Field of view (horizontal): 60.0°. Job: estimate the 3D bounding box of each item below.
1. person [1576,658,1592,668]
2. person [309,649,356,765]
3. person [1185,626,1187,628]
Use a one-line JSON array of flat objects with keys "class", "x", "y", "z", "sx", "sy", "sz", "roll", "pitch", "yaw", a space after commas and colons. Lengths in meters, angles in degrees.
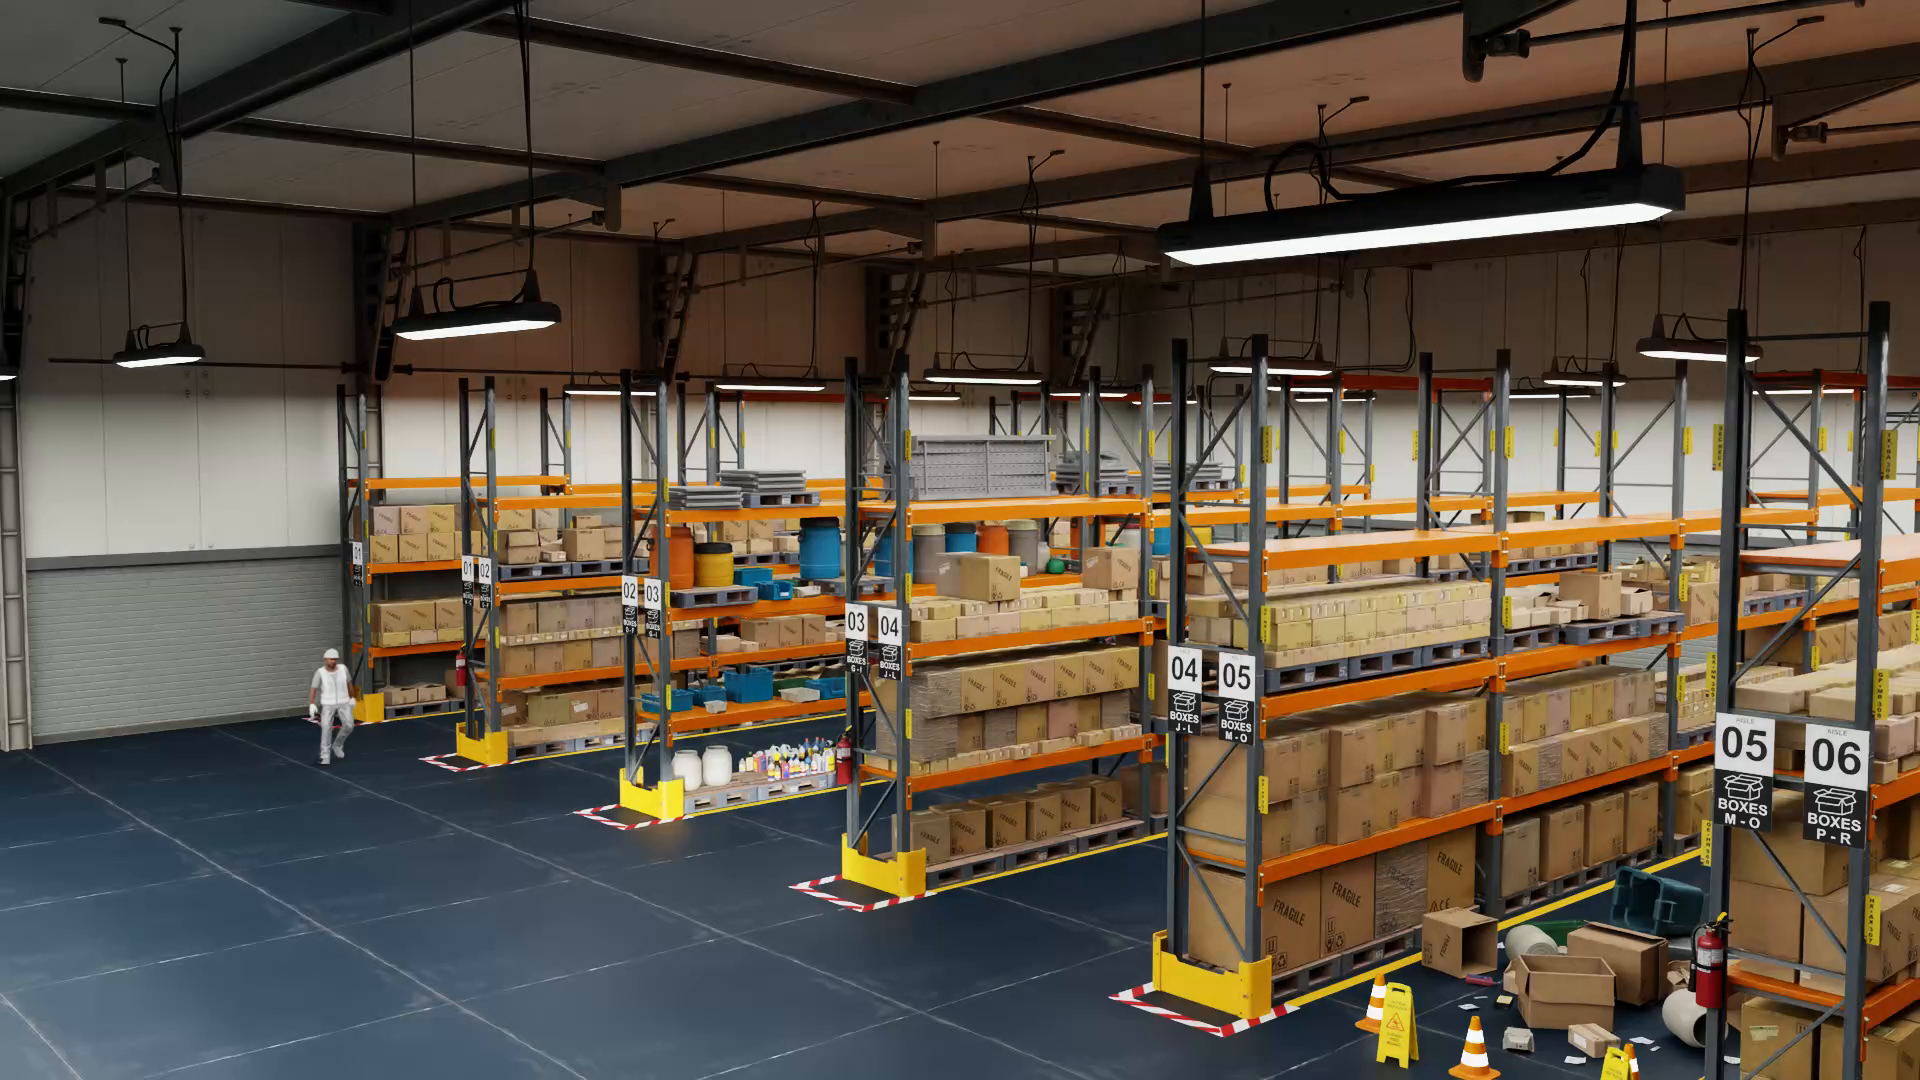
[{"class": "person", "x": 9.417, "y": 2.621, "z": 25.348, "sx": 0.608, "sy": 1.792, "sz": 0.476, "roll": -2, "pitch": 4, "yaw": -24}, {"class": "person", "x": -9.772, "y": 2.550, "z": 25.905, "sx": 0.749, "sy": 1.727, "sz": 0.495, "roll": -2, "pitch": 4, "yaw": -32}, {"class": "person", "x": 5.450, "y": 1.753, "z": 38.566, "sx": 0.567, "sy": 1.733, "sz": 0.742, "roll": 0, "pitch": 4, "yaw": -3}]
